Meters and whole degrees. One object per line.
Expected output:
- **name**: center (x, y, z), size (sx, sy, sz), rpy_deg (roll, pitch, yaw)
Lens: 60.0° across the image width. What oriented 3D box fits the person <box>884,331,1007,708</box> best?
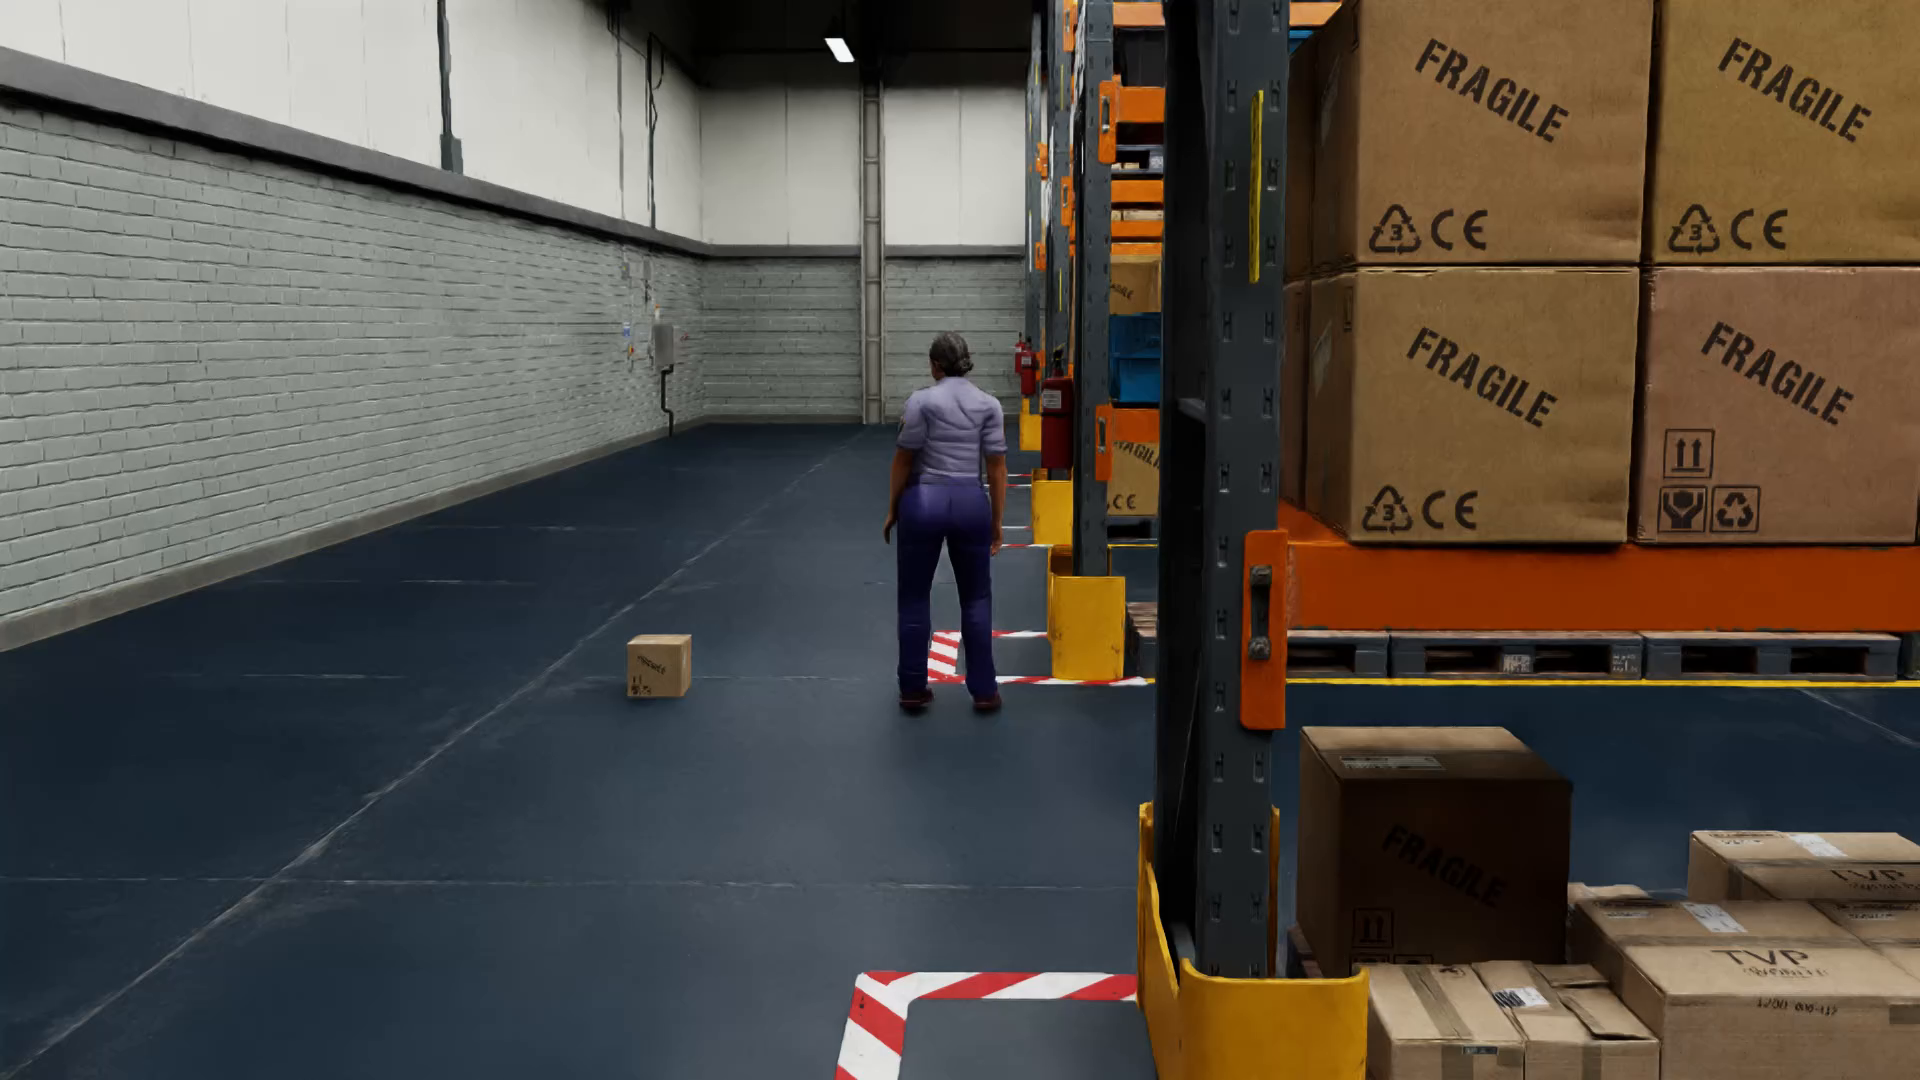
- **person**: center (-0.060, -0.078, 7.277), size (0.530, 1.658, 0.372), rpy_deg (-2, 8, -12)
